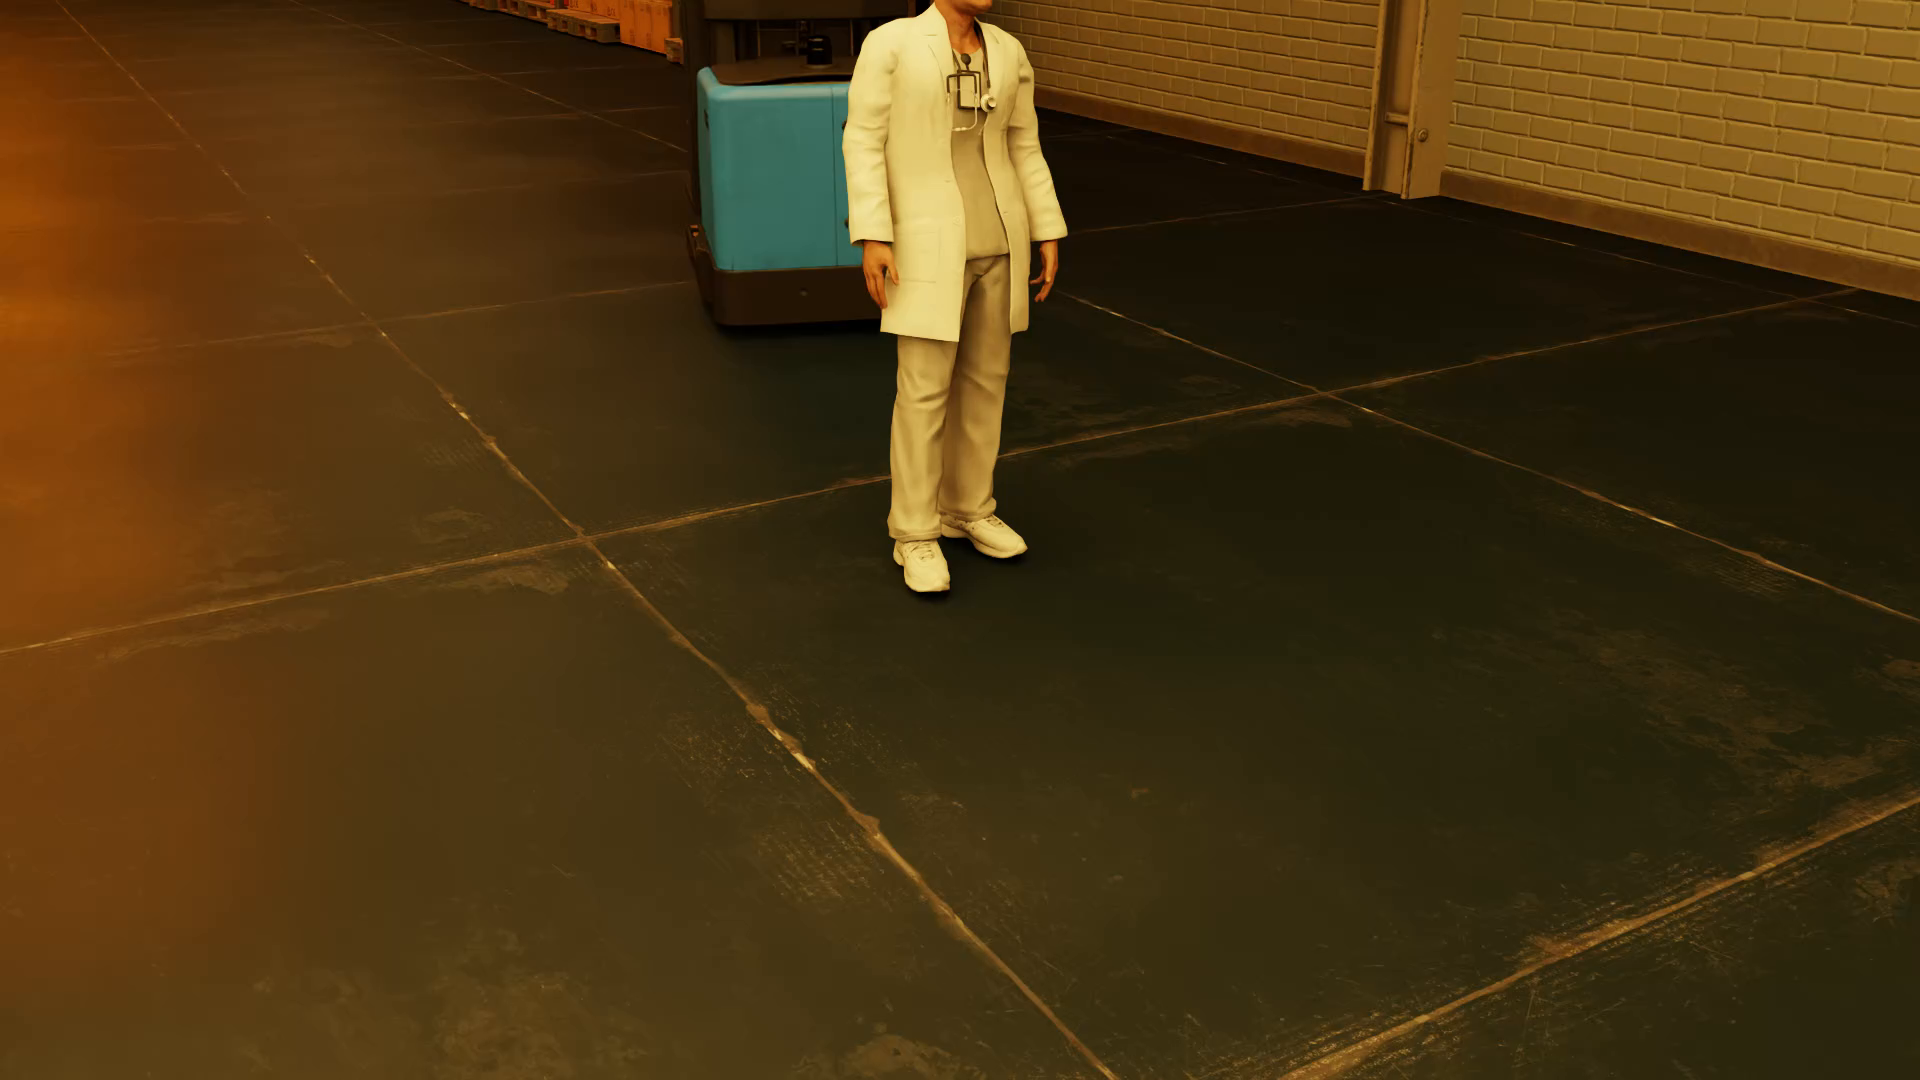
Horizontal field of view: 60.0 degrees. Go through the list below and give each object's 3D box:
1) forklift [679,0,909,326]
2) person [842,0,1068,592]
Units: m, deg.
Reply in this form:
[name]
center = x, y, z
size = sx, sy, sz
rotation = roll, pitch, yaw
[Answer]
[forklift]
center = -0.841, -2.810, 8.121
size = 1.130, 2.935, 3.031
rotation = -5, 23, -11
[person]
center = 0.041, -0.799, 4.720
size = 0.696, 1.776, 0.581
rotation = -12, 25, -28
